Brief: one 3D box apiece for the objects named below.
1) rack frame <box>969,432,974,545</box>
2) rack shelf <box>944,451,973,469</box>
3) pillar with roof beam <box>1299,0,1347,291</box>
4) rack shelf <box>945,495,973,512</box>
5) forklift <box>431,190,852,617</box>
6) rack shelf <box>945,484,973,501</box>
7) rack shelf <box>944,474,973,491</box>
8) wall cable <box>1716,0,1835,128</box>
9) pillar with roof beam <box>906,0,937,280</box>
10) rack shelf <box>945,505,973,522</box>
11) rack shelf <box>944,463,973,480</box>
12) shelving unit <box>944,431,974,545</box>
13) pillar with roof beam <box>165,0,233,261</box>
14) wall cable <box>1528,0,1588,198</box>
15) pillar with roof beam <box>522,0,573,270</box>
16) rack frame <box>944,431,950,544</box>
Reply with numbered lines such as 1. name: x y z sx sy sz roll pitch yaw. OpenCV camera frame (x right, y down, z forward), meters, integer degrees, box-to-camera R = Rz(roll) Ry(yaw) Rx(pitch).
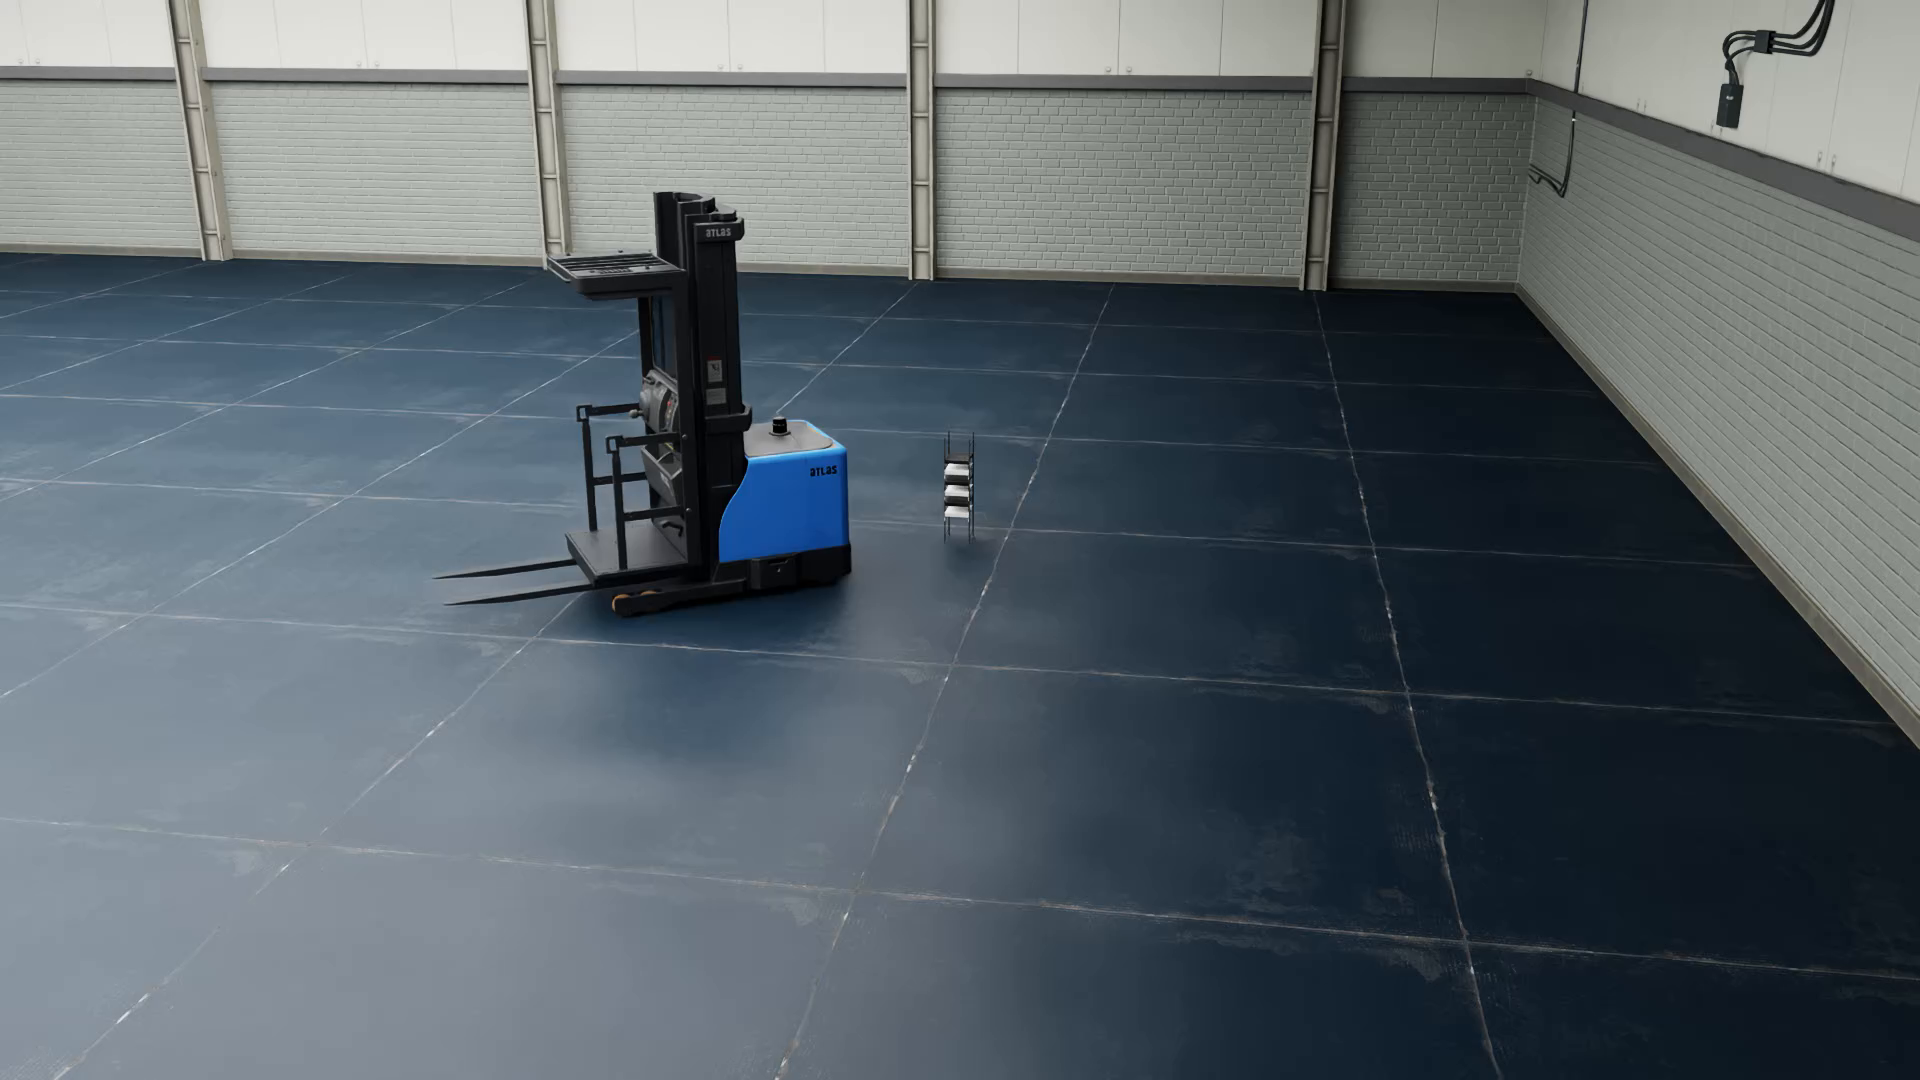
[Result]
1. rack frame: 0.092 -0.422 13.646 0.006 0.900 0.240 3 19 9
2. rack shelf: -0.008 -0.652 13.586 0.200 0.077 0.258 3 19 9
3. pillar with roof beam: 4.658 -6.721 19.708 0.400 9.000 9.100 3 19 9
4. rack shelf: -0.008 -0.310 13.701 0.200 0.077 0.258 3 19 9
5. forklift: -2.400 -1.017 12.223 3.031 2.935 1.130 -8 20 -23
6. rack shelf: -0.008 -0.396 13.672 0.200 0.077 0.258 3 19 9
7. rack shelf: -0.008 -0.481 13.644 0.200 0.077 0.258 3 19 9
8. wall cable: 6.518 -6.146 12.631 0.169 6.003 2.305 3 19 9
9. pillar with roof beam: -1.266 -7.023 20.610 0.400 9.000 9.100 3 19 9
10. rack shelf: -0.008 -0.225 13.729 0.200 0.077 0.258 3 19 9
11. rack shelf: -0.008 -0.566 13.615 0.200 0.077 0.258 3 19 9
12. shelving unit: -0.008 -0.427 13.662 0.210 0.900 0.258 3 19 9
13. pillar with roof beam: -13.114 -7.627 22.415 0.400 9.000 9.100 3 19 9
14. wall cable: 8.039 -6.034 22.550 0.112 2.526 3.097 3 19 9
15. pillar with roof beam: -7.190 -7.325 21.513 0.400 9.000 9.100 3 19 9
16. rack frame: -0.108 -0.432 13.677 0.006 0.900 0.240 3 19 9
